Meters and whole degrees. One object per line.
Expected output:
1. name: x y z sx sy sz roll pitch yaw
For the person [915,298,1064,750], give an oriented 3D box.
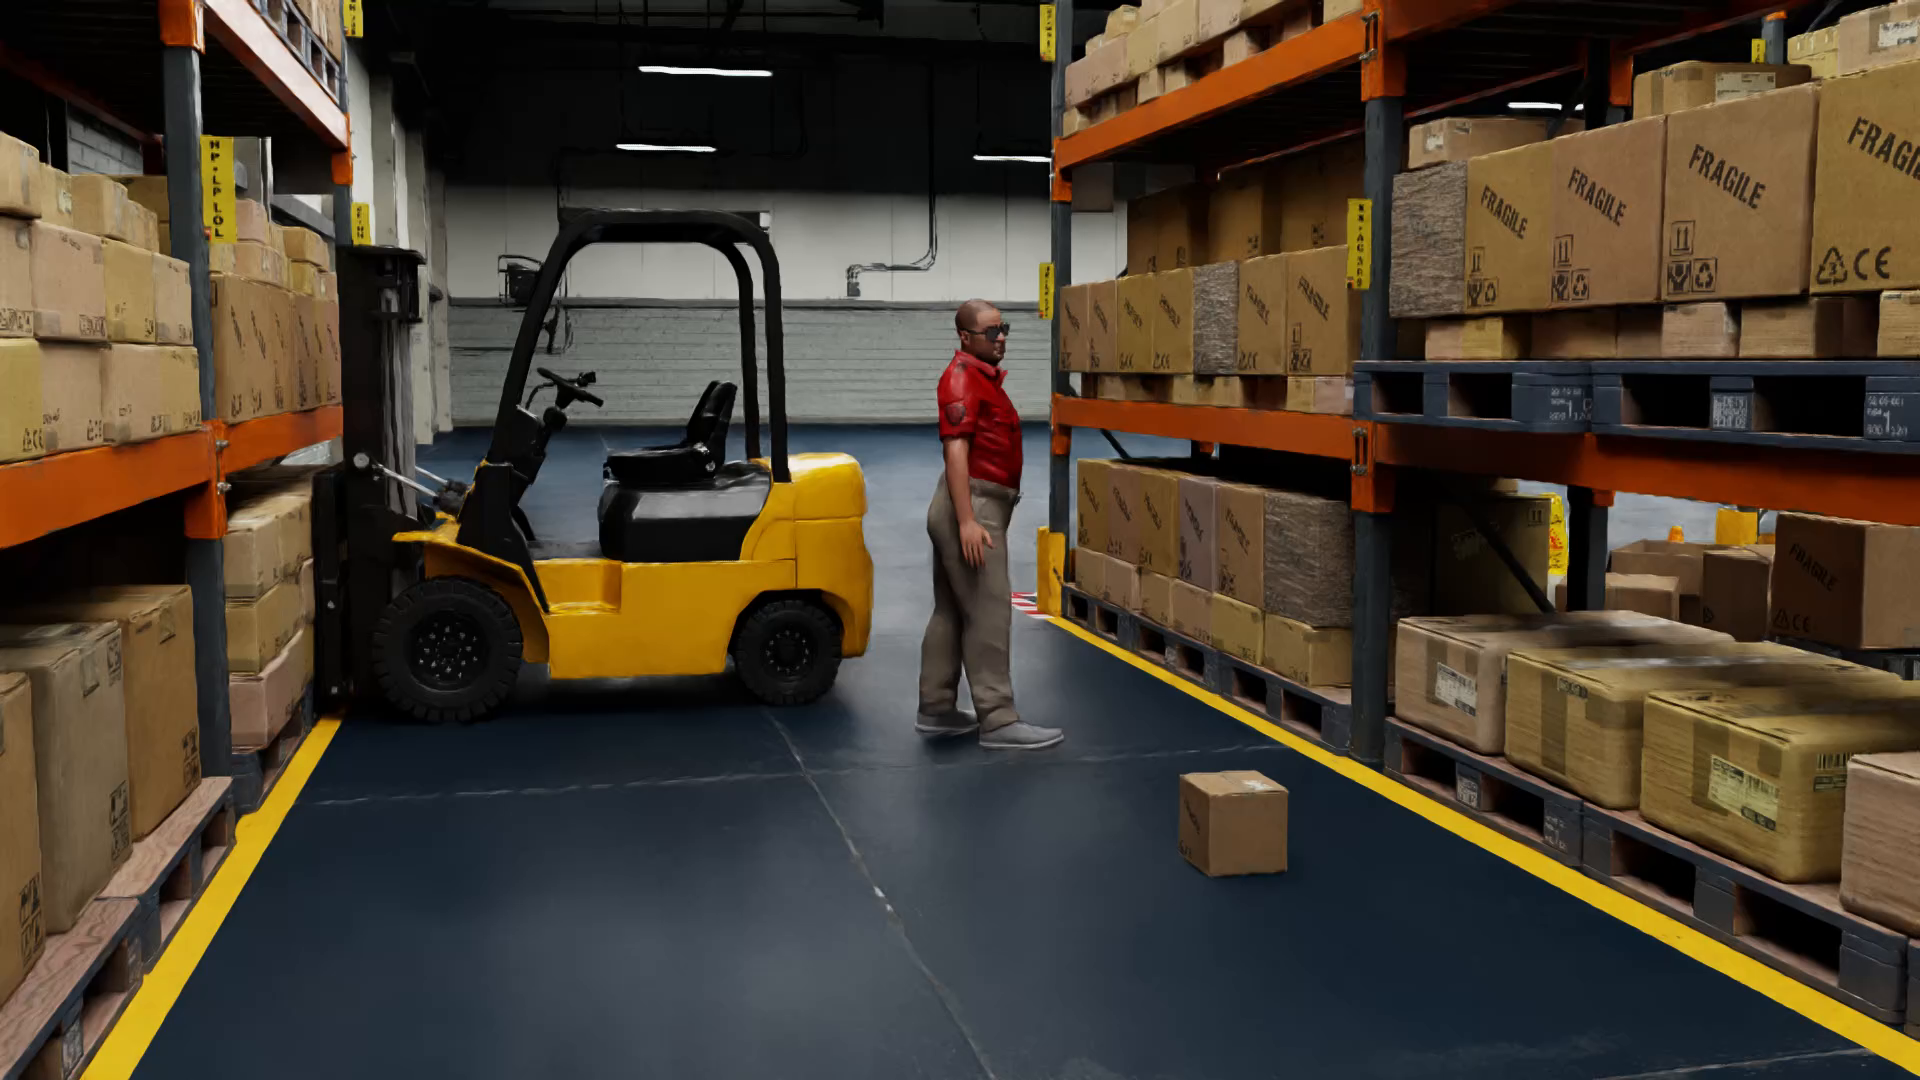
1. person: 0.110 -0.064 6.418 0.594 1.723 0.659 0 6 3
